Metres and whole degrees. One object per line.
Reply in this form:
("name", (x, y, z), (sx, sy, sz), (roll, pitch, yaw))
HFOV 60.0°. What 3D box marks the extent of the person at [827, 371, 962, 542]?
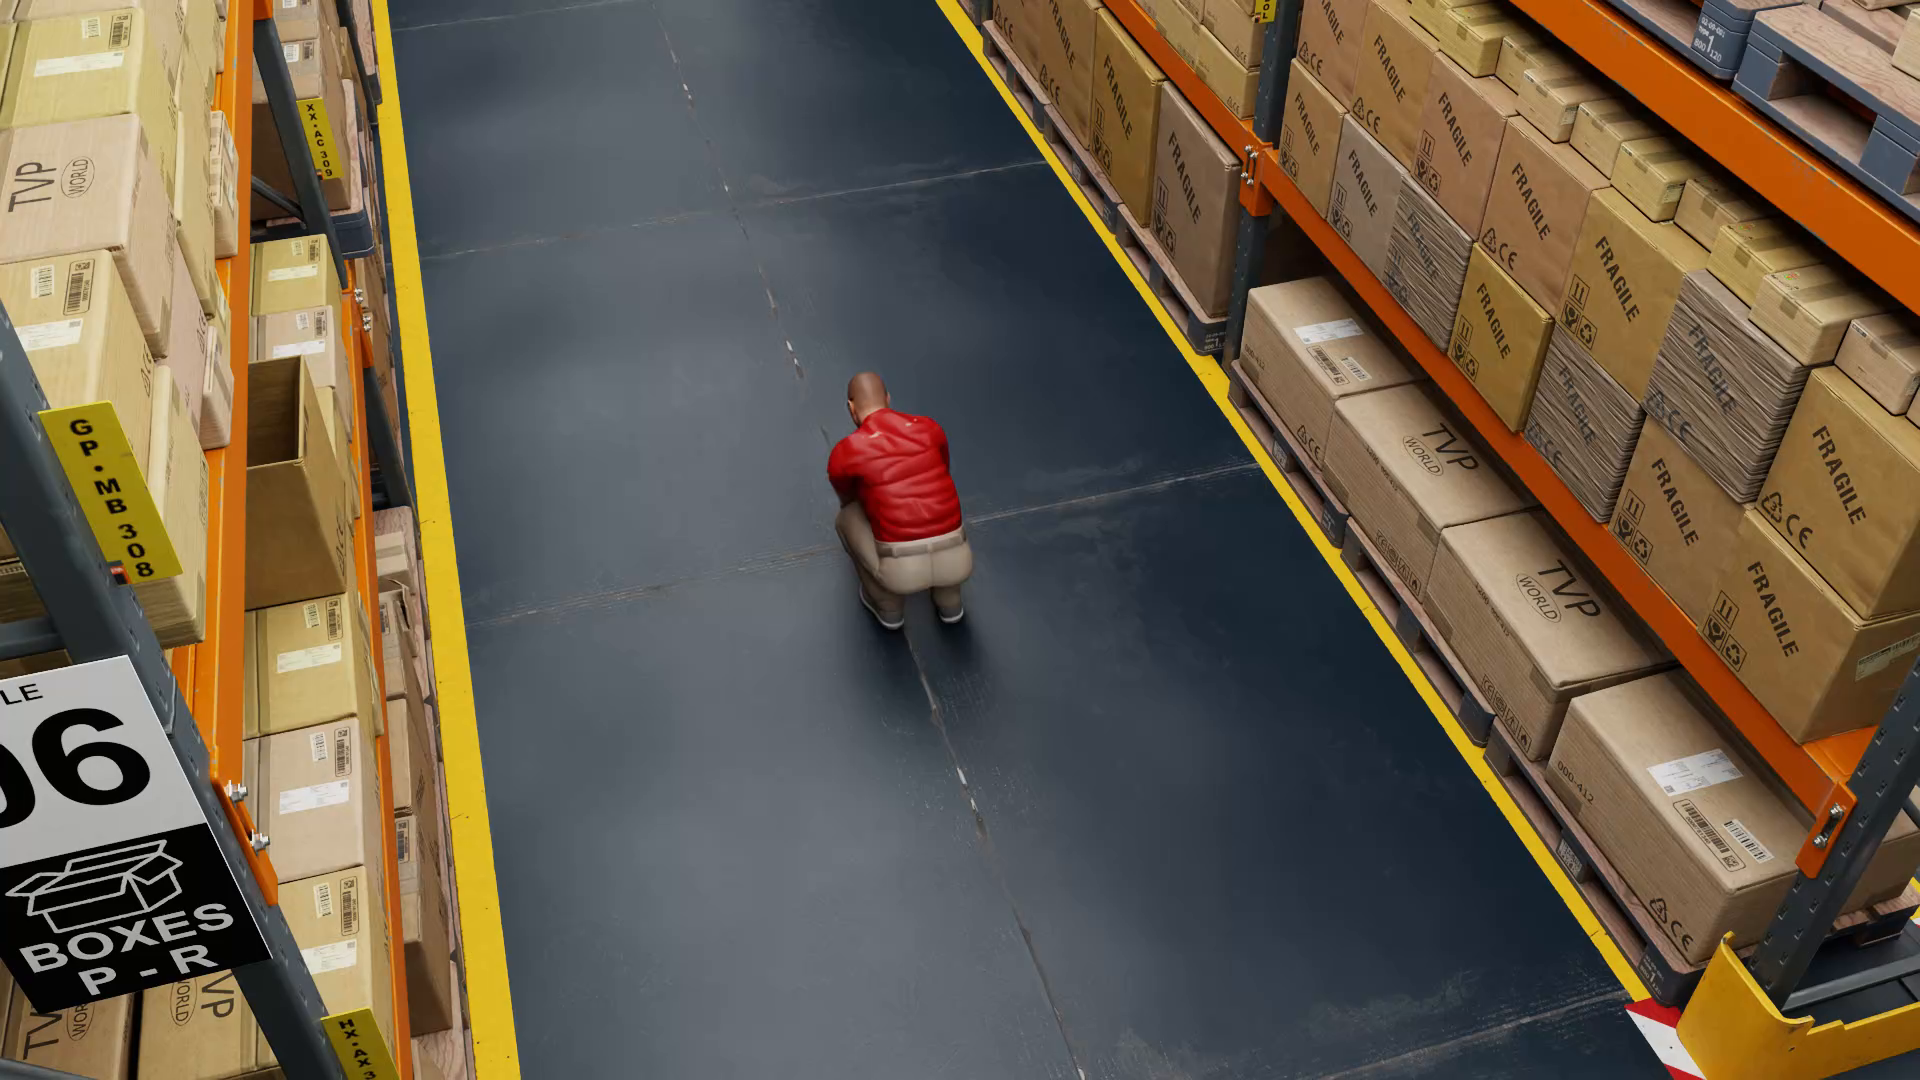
("person", (-0.276, -0.238, 6.917), (0.537, 0.860, 0.770), (-12, 43, -13))
